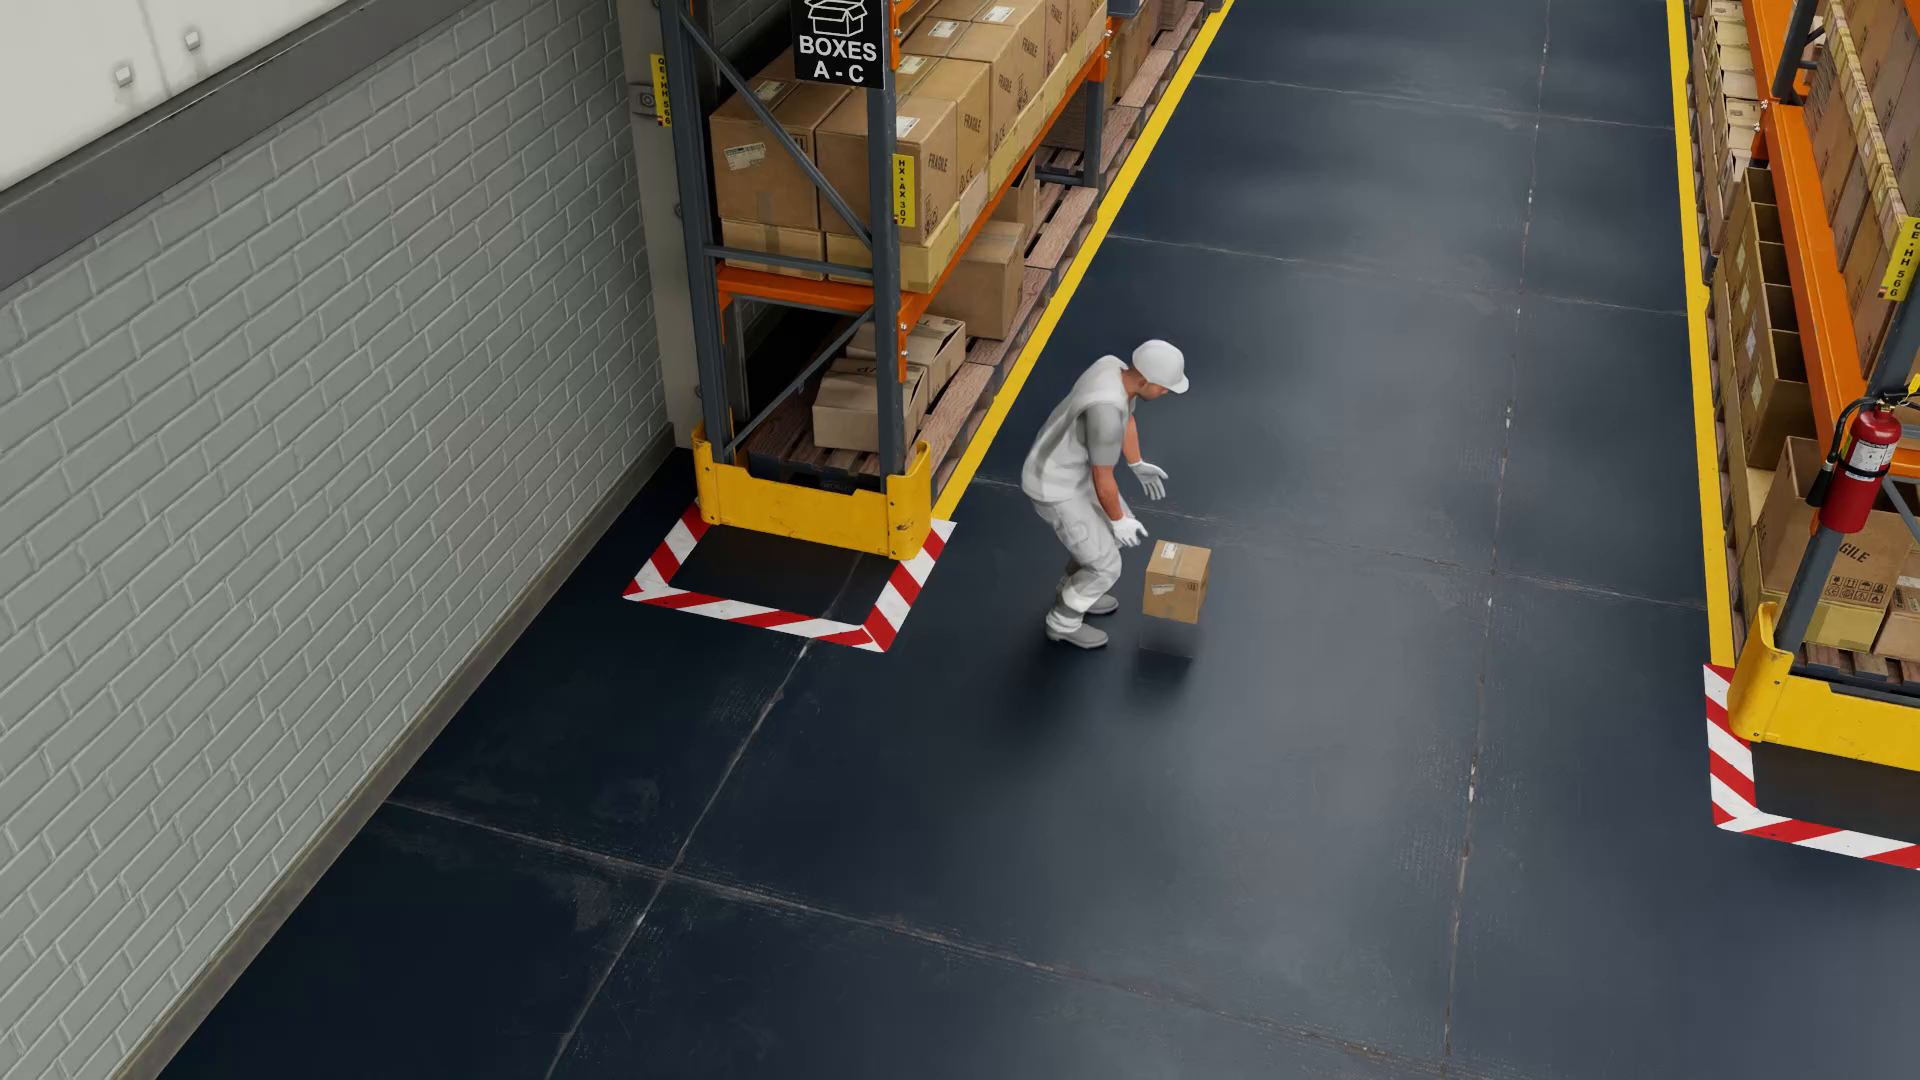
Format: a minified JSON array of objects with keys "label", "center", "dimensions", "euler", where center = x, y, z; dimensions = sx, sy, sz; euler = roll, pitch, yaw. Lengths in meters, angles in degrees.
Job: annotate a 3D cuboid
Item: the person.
[{"label":"person","center":[0.629,-0.245,7.419],"dimensions":[0.690,1.528,0.579],"euler":[10,38,13]}]
